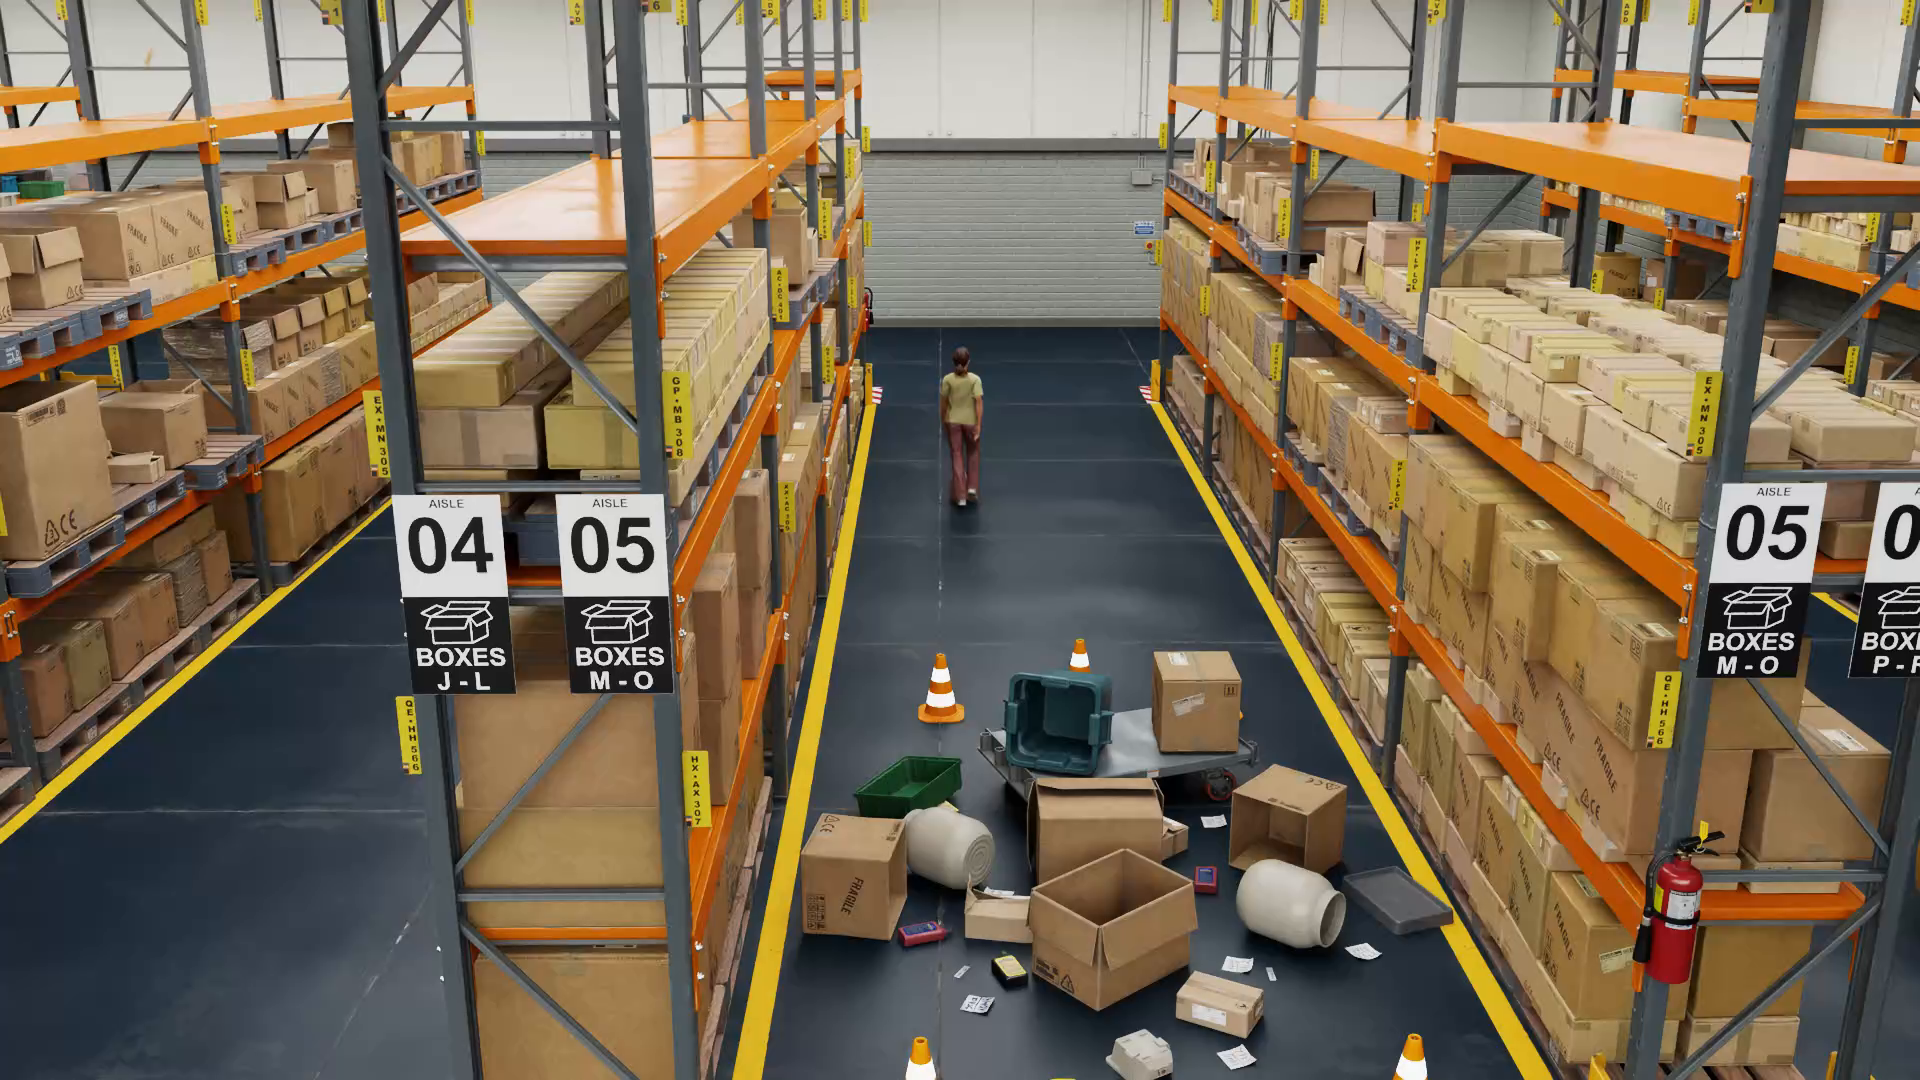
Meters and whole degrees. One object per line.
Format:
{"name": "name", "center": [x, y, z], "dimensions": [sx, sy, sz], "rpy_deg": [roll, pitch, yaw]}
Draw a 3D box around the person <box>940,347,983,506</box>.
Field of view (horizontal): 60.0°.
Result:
{"name": "person", "center": [0.014, -1.179, 17.417], "dimensions": [0.445, 1.732, 0.601], "rpy_deg": [-1, 17, -2]}
